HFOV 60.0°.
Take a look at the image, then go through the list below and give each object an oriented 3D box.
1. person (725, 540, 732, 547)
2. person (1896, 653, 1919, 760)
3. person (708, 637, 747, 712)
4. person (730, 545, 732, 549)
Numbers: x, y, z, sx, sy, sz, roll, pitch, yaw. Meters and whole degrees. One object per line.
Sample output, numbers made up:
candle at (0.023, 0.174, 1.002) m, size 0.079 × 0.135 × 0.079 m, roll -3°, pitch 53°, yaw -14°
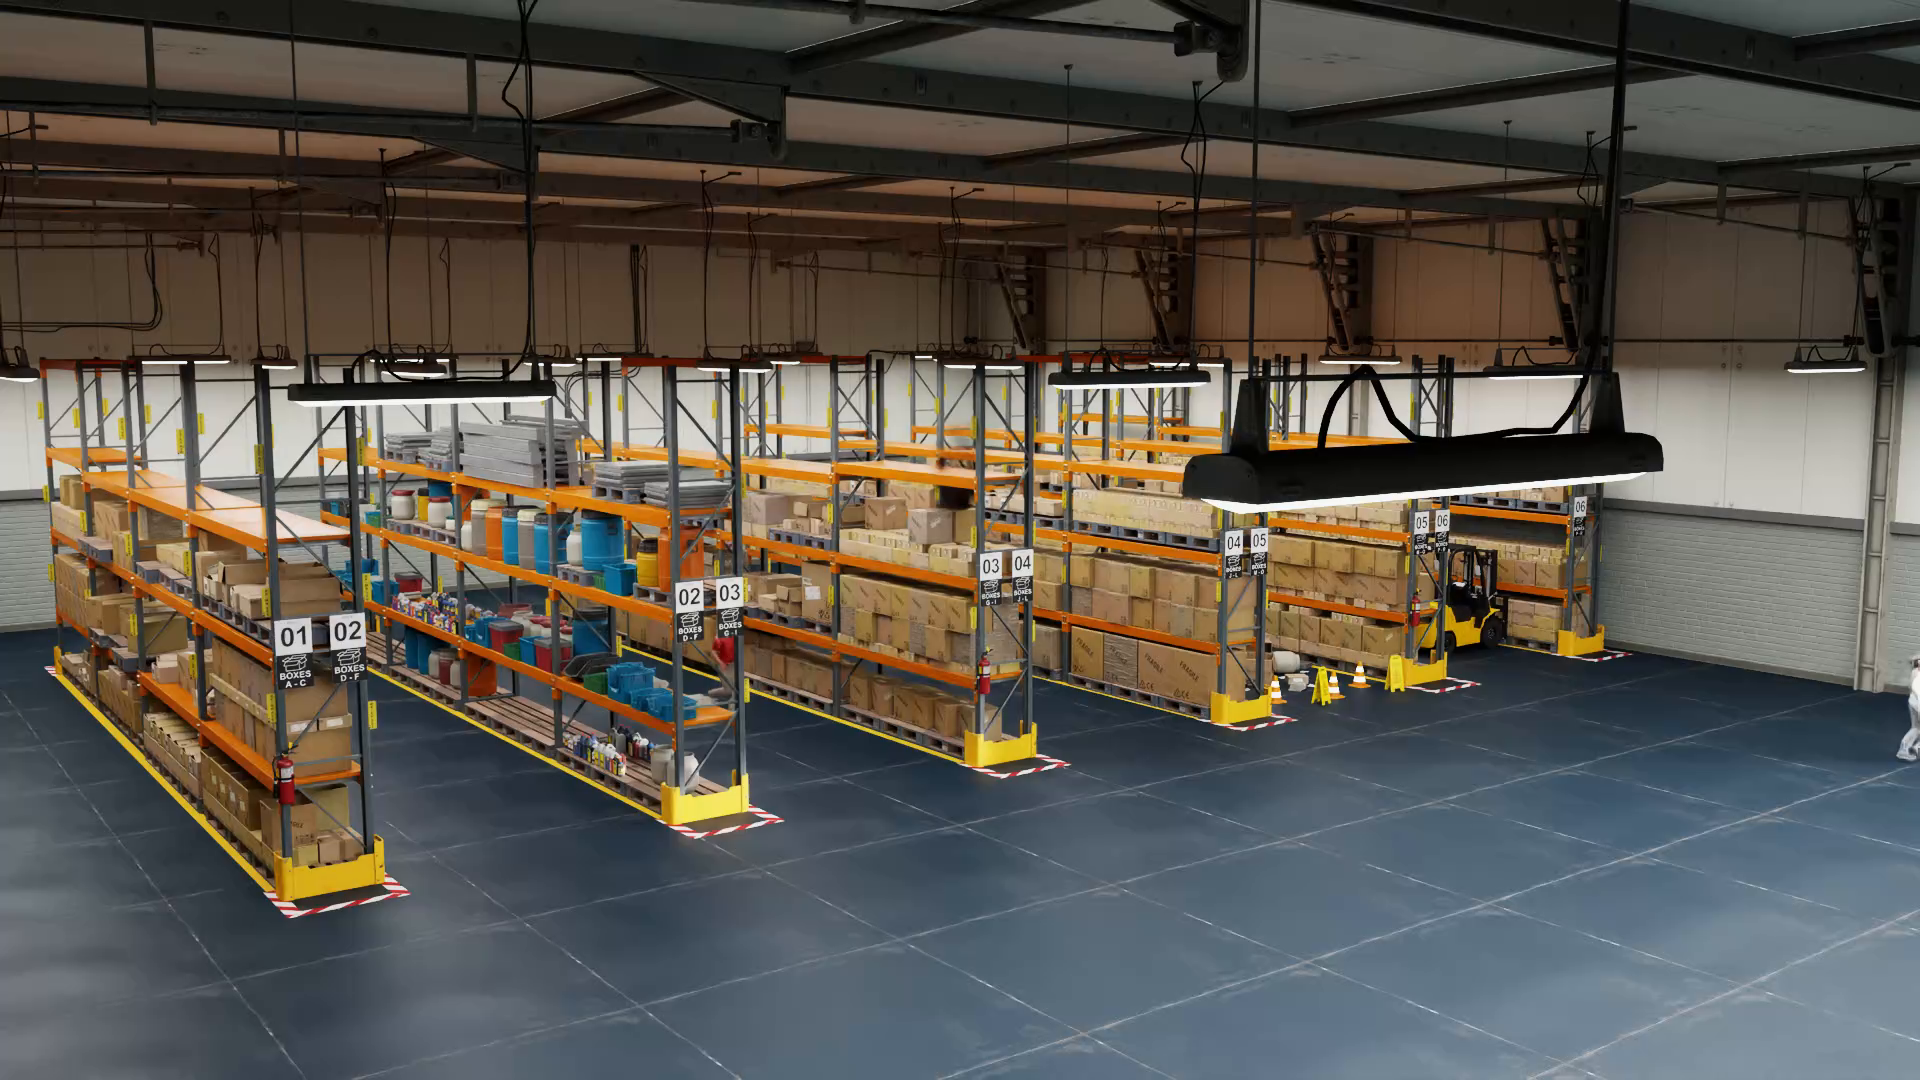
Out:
person at (-5.697, 0.530, 41.432) m, size 0.616 × 1.495 × 0.596 m, roll -7°, pitch 10°, yaw -44°
person at (14.483, 2.502, 24.955) m, size 0.613 × 1.665 × 0.593 m, roll 1°, pitch 7°, yaw 7°
person at (-3.928, 2.142, 28.071) m, size 0.652 × 1.680 × 0.650 m, roll 6°, pitch 9°, yaw 43°
person at (-5.157, 0.913, 38.173) m, size 0.581 × 1.655 × 0.915 m, roll -5°, pitch 9°, yaw -37°
